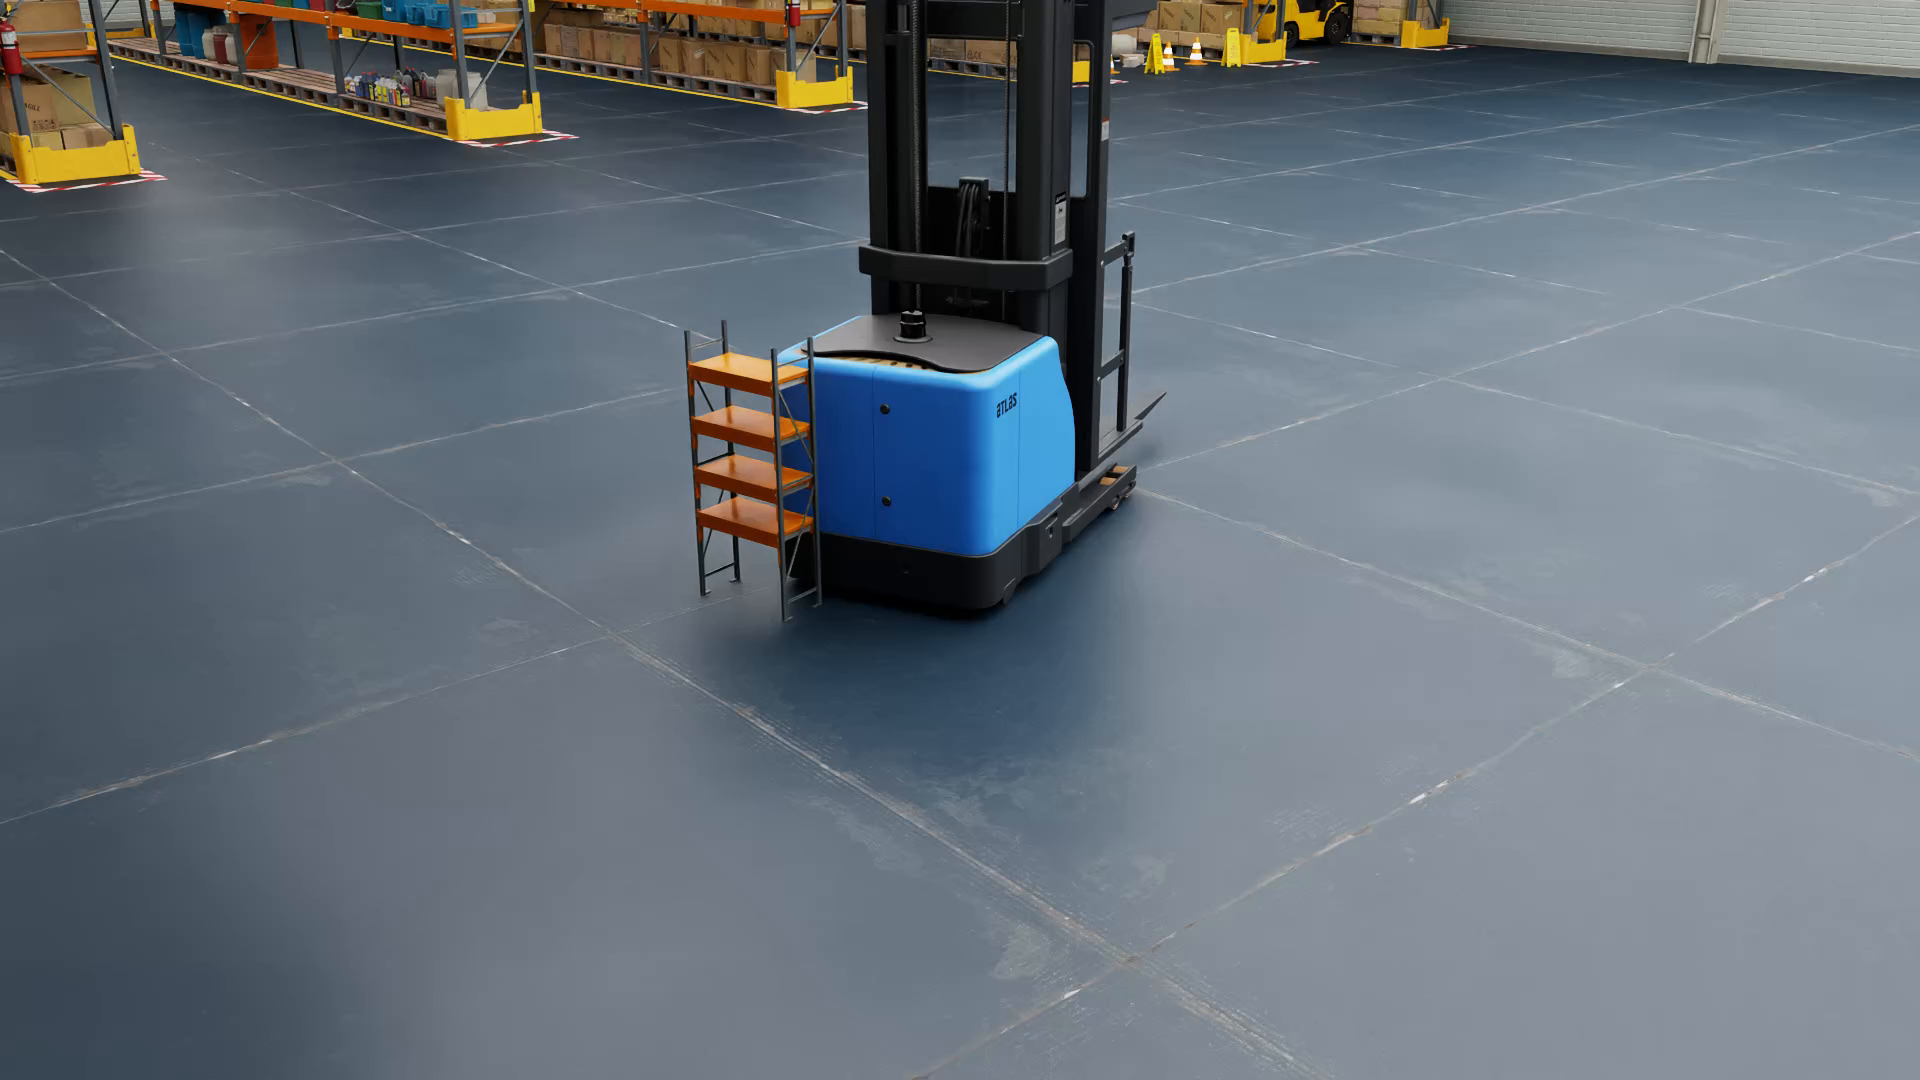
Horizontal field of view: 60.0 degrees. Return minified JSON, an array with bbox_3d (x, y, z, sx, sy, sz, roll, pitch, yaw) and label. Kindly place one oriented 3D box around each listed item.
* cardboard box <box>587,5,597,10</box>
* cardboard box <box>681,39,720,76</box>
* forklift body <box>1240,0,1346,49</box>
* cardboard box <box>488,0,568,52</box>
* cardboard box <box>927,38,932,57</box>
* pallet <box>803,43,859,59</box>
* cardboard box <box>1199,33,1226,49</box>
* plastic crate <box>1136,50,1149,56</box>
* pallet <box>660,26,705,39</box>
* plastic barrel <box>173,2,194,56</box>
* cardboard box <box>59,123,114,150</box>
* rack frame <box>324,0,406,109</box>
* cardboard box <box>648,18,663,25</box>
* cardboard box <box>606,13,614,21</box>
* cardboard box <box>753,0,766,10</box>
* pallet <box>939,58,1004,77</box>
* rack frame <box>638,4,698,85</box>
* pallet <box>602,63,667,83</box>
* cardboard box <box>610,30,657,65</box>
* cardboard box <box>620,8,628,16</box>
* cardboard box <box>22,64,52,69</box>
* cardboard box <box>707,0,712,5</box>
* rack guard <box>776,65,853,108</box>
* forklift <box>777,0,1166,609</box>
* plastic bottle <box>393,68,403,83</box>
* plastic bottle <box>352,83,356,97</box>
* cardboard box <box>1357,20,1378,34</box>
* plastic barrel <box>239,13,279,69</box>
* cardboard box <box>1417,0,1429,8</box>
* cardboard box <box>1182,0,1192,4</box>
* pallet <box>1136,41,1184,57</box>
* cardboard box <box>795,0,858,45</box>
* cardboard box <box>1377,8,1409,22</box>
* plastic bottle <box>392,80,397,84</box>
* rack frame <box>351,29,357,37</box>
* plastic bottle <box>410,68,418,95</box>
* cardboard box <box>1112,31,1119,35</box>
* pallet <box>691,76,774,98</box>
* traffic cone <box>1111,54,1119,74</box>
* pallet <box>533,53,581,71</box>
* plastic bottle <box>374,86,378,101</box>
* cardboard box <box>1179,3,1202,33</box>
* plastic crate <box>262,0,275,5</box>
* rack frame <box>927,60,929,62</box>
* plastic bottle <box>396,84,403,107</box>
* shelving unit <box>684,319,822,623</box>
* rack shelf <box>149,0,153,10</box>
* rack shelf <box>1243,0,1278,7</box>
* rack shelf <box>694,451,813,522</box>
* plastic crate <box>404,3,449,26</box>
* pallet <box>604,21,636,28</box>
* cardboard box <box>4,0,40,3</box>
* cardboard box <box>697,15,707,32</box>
[{"bbox_3d":[-8.071,-11.841,37.029,0.380,0.149,0.250,-16,27,-36],"label":"cardboard box"},{"bbox_3d":[-4.046,-7.560,26.024,0.500,0.500,0.500,-9,23,-21],"label":"cardboard box"},{"bbox_3d":[6.600,-10.936,32.955,2.313,2.155,1.214,-17,27,-37],"label":"forklift body"},{"bbox_3d":[-7.703,-9.312,29.983,1.225,0.875,0.875,-19,28,-40],"label":"cardboard box"},{"bbox_3d":[-0.476,-8.973,29.119,0.875,0.875,0.875,-17,27,-37],"label":"cardboard box"},{"bbox_3d":[-2.195,-9.192,31.162,1.003,0.211,1.213,-17,27,-37],"label":"pallet"},{"bbox_3d":[4.715,-9.140,30.401,0.500,0.250,0.500,-18,27,-38],"label":"cardboard box"},{"bbox_3d":[3.254,-9.175,31.300,0.583,0.080,0.402,12,24,27],"label":"plastic crate"},{"bbox_3d":[-5.546,-10.655,34.897,1.003,0.211,1.213,-17,27,-37],"label":"pallet"},{"bbox_3d":[-13.289,-8.900,28.895,0.600,0.901,0.708,-17,27,-37],"label":"plastic barrel"},{"bbox_3d":[-9.735,-4.459,18.449,0.500,0.250,0.500,-17,27,-37],"label":"cardboard box"},{"bbox_3d":[-8.409,-7.626,23.340,1.000,3.000,0.127,-17,27,-37],"label":"rack frame"},{"bbox_3d":[-6.569,-11.063,35.450,0.380,0.149,0.250,-17,27,-37],"label":"cardboard box"},{"bbox_3d":[-7.547,-11.496,36.555,0.380,0.149,0.250,-17,27,-37],"label":"cardboard box"},{"bbox_3d":[-2.753,-7.738,23.972,0.380,0.149,0.250,-17,27,-37],"label":"cardboard box"},{"bbox_3d":[0.404,-8.093,28.358,1.003,0.211,1.213,-17,27,-37],"label":"pallet"},{"bbox_3d":[-4.657,-8.805,26.351,1.000,3.000,0.127,-17,27,-37],"label":"rack frame"},{"bbox_3d":[-5.166,-7.721,27.407,1.003,0.211,1.213,-17,27,-37],"label":"pallet"},{"bbox_3d":[-5.338,-8.157,27.520,0.700,0.500,0.500,-18,27,-38],"label":"cardboard box"},{"bbox_3d":[-7.147,-11.486,36.121,0.380,0.149,0.250,-17,27,-36],"label":"cardboard box"},{"bbox_3d":[-11.049,-5.358,19.716,0.500,0.500,0.500,-17,27,-37],"label":"cardboard box"},{"bbox_3d":[-3.558,-8.087,24.863,0.380,0.149,0.250,-17,27,-37],"label":"cardboard box"},{"bbox_3d":[-2.095,-6.557,24.039,1.175,0.500,0.348,-17,27,-37],"label":"rack guard"},{"bbox_3d":[0.258,-1.573,7.980,1.130,2.935,3.031,9,23,23],"label":"forklift"},{"bbox_3d":[-7.880,-6.453,23.376,0.144,0.351,0.185,-17,27,-37],"label":"plastic bottle"},{"bbox_3d":[-8.400,-6.279,23.136,0.097,0.201,0.097,0,21,0],"label":"plastic bottle"},{"bbox_3d":[8.356,-10.351,33.493,0.500,0.250,0.500,-17,27,-37],"label":"cardboard box"},{"bbox_3d":[-11.352,-8.047,26.816,0.600,0.830,0.708,-17,27,-37],"label":"plastic barrel"},{"bbox_3d":[9.049,-10.800,33.268,0.500,0.250,0.500,-18,28,-38],"label":"cardboard box"},{"bbox_3d":[4.289,-9.940,30.526,0.380,0.149,0.250,-17,27,-37],"label":"cardboard box"},{"bbox_3d":[4.116,-9.351,31.569,1.003,0.211,1.213,-17,27,-37],"label":"pallet"},{"bbox_3d":[-2.542,-9.780,31.350,1.050,0.750,0.750,-17,27,-37],"label":"cardboard box"},{"bbox_3d":[8.665,-10.449,33.059,0.500,0.250,0.500,-18,28,-38],"label":"cardboard box"},{"bbox_3d":[-7.700,-6.113,22.610,0.152,0.276,0.135,-17,27,-37],"label":"plastic bottle"},{"bbox_3d":[-12.490,-12.120,34.815,1.000,3.000,0.127,-17,27,-37],"label":"rack frame"},{"bbox_3d":[-7.645,-6.435,23.329,0.144,0.351,0.185,-19,28,-40],"label":"plastic bottle"},{"bbox_3d":[3.031,-9.852,32.218,0.500,0.250,0.500,-19,28,-40],"label":"cardboard box"},{"bbox_3d":[-3.391,-6.992,25.546,1.003,0.211,1.213,-17,27,-37],"label":"pallet"},{"bbox_3d":[2.507,-8.156,28.173,0.336,0.463,0.334,-17,27,-37],"label":"traffic cone"},{"bbox_3d":[-6.759,-8.395,29.129,1.003,0.211,1.213,-17,27,-37],"label":"pallet"},{"bbox_3d":[-7.906,-6.070,22.602,0.097,0.201,0.097,0,21,0],"label":"plastic bottle"},{"bbox_3d":[4.398,-9.626,30.613,0.500,0.500,0.500,-16,27,-36],"label":"cardboard box"},{"bbox_3d":[-10.197,-8.241,24.824,0.402,0.464,0.583,-17,27,-37],"label":"plastic crate"},{"bbox_3d":[-0.833,-9.957,29.294,1.000,3.000,0.127,-17,27,-37],"label":"rack frame"},{"bbox_3d":[-7.419,-5.891,22.034,0.061,0.283,0.133,-17,27,-36],"label":"plastic bottle"},{"bbox_3d":[-0.877,-0.296,7.094,0.503,1.200,0.258,15,26,34],"label":"shelving unit"},{"bbox_3d":[-14.937,-10.053,30.525,1.077,0.370,4.000,-17,27,-37],"label":"rack shelf"},{"bbox_3d":[4.156,-10.276,31.094,1.077,0.370,4.000,-17,27,-37],"label":"rack shelf"},{"bbox_3d":[-0.877,-0.233,7.119,0.480,0.148,0.258,15,26,34],"label":"rack shelf"},{"bbox_3d":[-6.771,-6.699,21.179,0.499,0.251,0.408,-17,27,-37],"label":"plastic crate"},{"bbox_3d":[-7.321,-11.384,36.759,1.003,0.211,1.213,-17,27,-37],"label":"pallet"},{"bbox_3d":[-9.947,-5.751,17.528,0.380,0.149,0.250,-18,28,-38],"label":"cardboard box"},{"bbox_3d":[-5.075,-10.645,33.900,0.500,0.500,0.500,-17,27,-37],"label":"cardboard box"}]
